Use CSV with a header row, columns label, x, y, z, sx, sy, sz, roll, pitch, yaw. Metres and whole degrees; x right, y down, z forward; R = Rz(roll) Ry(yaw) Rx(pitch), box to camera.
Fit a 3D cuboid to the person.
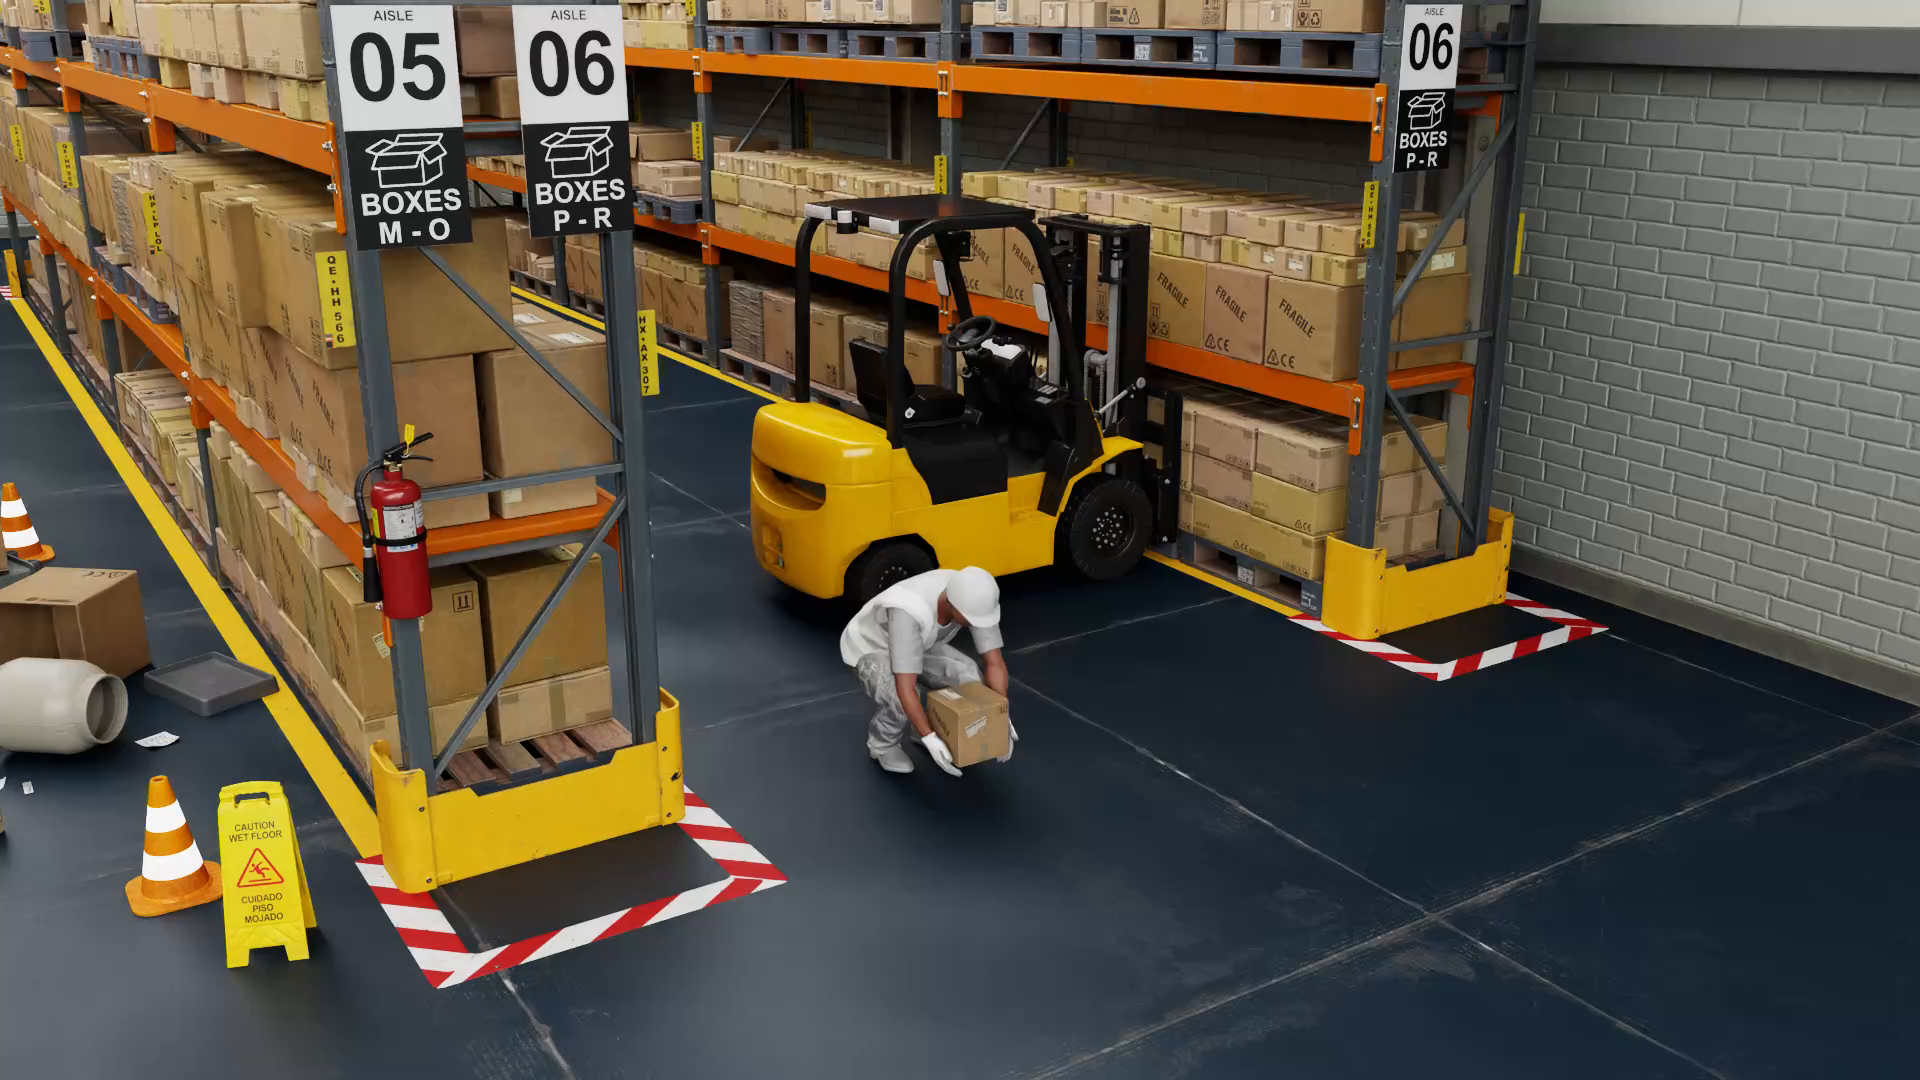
label,x,y,z,sx,sy,sz,roll,pitch,yaw
person,-0.132,0.517,7.218,0.570,0.994,0.908,-11,21,-31
